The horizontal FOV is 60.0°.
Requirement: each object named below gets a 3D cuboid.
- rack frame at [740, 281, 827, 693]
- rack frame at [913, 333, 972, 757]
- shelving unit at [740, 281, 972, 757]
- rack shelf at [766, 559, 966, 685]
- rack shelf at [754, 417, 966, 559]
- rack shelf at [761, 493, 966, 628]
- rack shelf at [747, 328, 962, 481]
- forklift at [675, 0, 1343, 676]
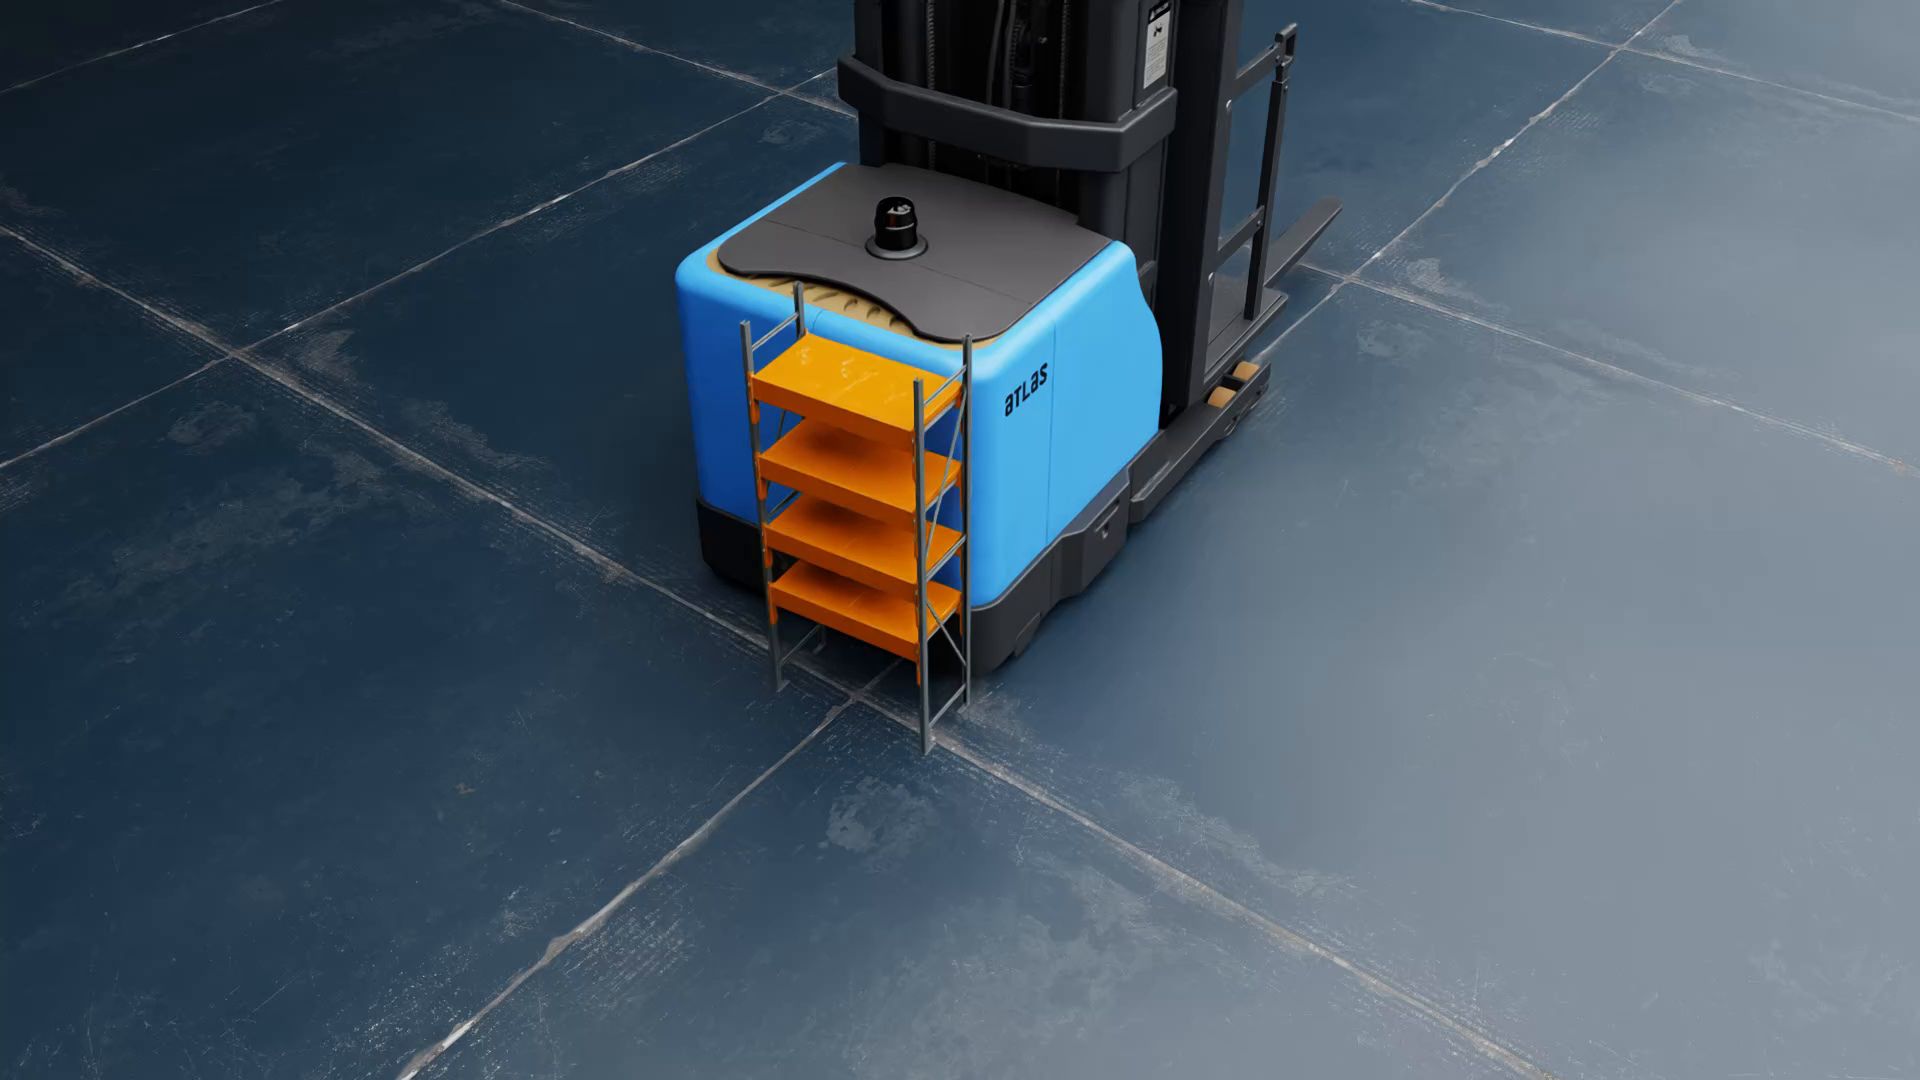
[{"bbox_3d":[-0.458,-0.105,4.411,0.015,1.200,0.240,20,42,24],"label":"rack frame"},{"bbox_3d":[-0.039,0.049,4.214,0.015,1.200,0.240,20,42,24],"label":"rack frame"},{"bbox_3d":[-0.248,-0.028,4.312,0.503,1.200,0.258,20,42,24],"label":"shelving unit"},{"bbox_3d":[-0.248,0.181,4.476,0.480,0.148,0.258,20,42,24],"label":"rack shelf"},{"bbox_3d":[-0.248,-0.151,4.216,0.480,0.148,0.258,20,42,24],"label":"rack shelf"},{"bbox_3d":[-0.248,0.025,4.354,0.480,0.148,0.258,20,42,24],"label":"rack shelf"},{"bbox_3d":[-0.248,-0.337,4.070,0.480,0.148,0.258,20,42,24],"label":"rack shelf"},{"bbox_3d":[0.429,-1.653,4.984,1.130,2.935,3.031,21,43,25],"label":"forklift"}]
